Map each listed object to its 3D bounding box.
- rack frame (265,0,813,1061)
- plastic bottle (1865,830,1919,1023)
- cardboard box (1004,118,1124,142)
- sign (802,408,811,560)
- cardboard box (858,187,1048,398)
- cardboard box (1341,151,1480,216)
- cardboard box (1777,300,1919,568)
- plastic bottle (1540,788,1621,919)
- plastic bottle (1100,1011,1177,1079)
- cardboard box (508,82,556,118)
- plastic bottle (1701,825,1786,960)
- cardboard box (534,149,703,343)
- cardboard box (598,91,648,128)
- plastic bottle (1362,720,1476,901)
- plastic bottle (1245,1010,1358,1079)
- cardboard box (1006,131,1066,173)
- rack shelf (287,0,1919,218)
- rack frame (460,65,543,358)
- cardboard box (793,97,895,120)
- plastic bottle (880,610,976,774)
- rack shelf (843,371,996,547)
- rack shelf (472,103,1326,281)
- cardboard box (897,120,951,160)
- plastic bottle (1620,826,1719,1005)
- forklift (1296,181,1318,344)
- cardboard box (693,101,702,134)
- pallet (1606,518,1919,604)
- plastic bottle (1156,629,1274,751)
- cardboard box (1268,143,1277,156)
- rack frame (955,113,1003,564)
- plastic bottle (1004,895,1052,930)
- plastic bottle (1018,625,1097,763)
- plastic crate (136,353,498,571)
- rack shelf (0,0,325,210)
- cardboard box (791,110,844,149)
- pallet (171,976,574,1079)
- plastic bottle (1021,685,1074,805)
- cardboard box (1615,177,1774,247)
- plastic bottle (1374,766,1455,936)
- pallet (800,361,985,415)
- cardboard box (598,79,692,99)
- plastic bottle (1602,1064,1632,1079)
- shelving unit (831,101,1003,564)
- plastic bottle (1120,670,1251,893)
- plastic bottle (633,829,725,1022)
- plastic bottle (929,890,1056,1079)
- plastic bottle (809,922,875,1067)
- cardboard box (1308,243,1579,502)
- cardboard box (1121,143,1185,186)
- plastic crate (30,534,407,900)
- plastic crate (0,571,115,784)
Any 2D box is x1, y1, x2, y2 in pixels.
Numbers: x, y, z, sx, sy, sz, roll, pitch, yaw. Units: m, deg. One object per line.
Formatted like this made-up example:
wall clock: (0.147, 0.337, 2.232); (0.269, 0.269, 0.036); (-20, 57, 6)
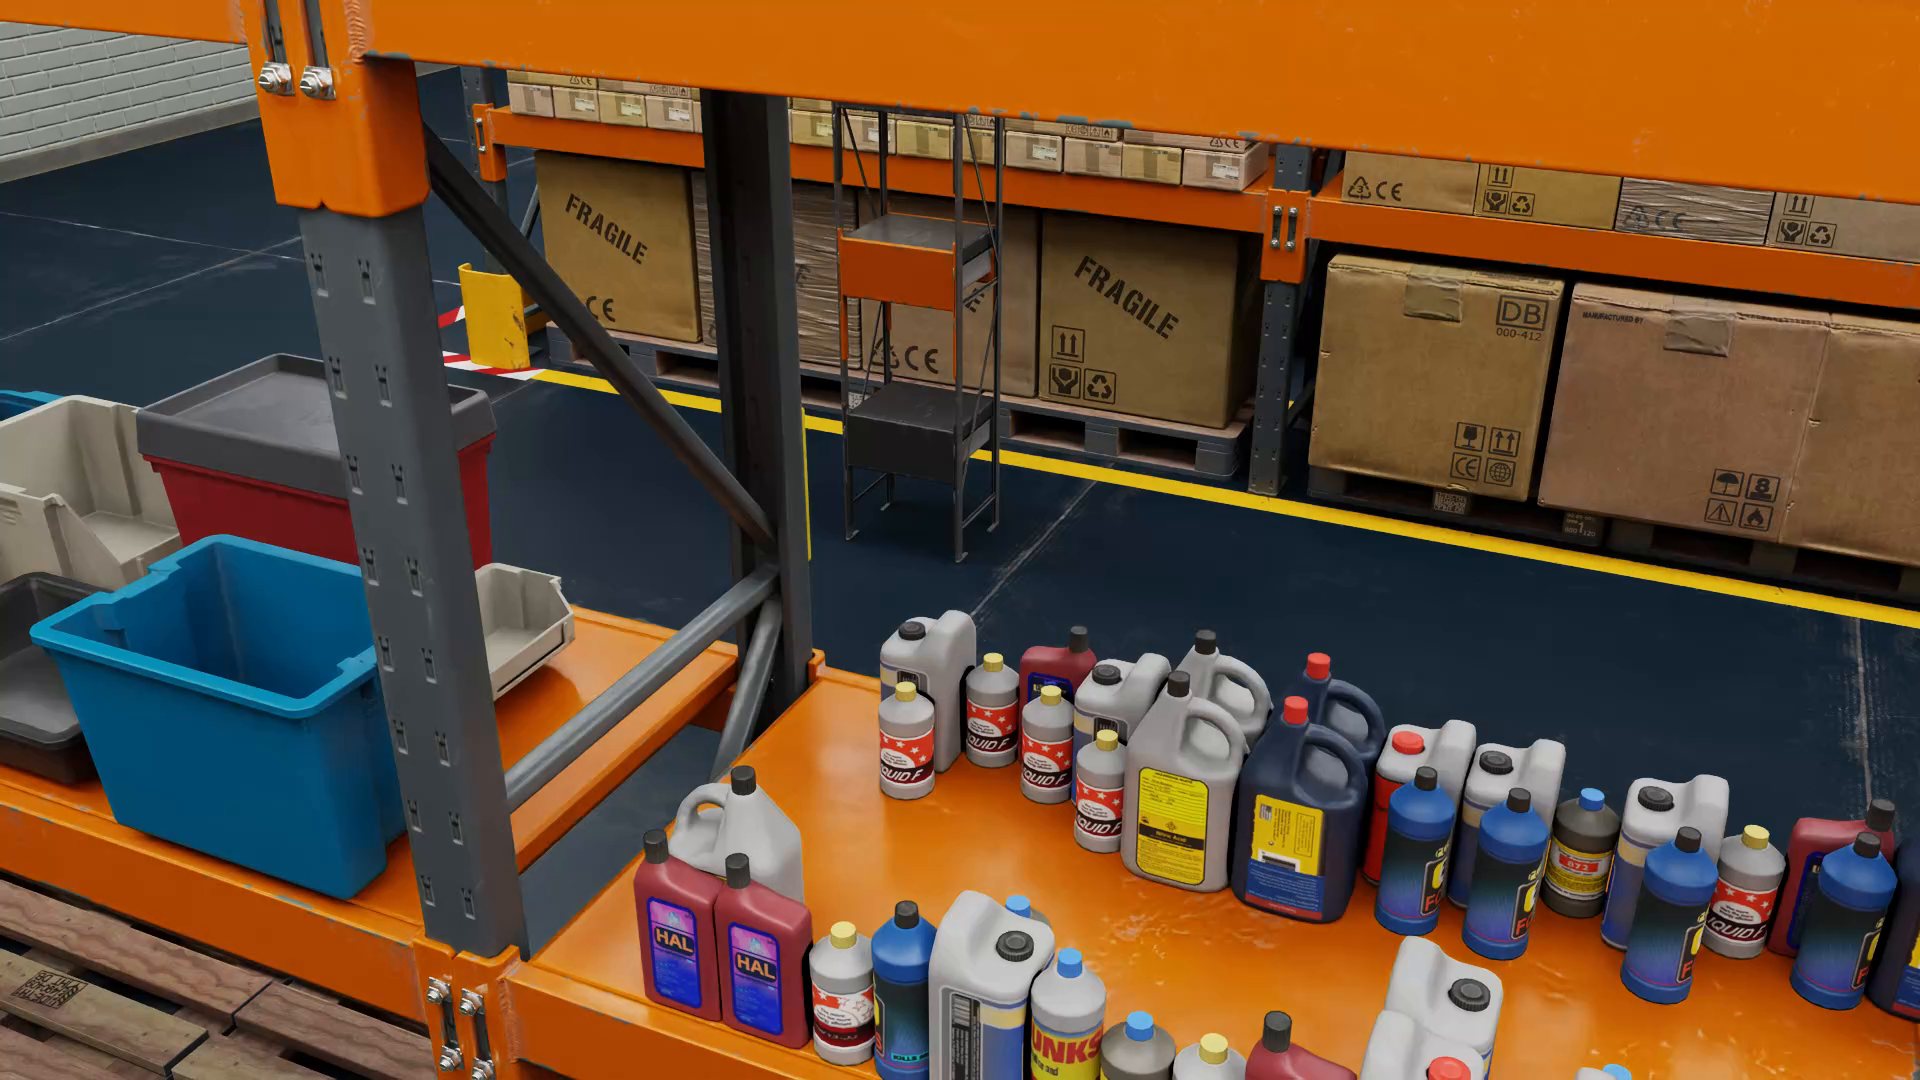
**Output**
rack frame: (-0.549, 0.255, 2.836); (0.053, 2.616, 0.949); (11, 28, 22)
plastic bottle: (1.424, 0.516, 2.361); (0.185, 0.351, 0.144); (11, 28, 22)
cardboard box: (0.517, -1.870, 6.986); (0.500, 0.250, 0.500); (12, 29, 23)
sign: (-0.321, -0.089, 3.221); (0.005, 0.325, 0.100); (11, 28, 22)
cardboard box: (0.113, -1.288, 7.900); (0.875, 0.875, 0.875); (11, 28, 22)
cardboard box: (1.815, -1.595, 6.481); (0.500, 0.500, 0.500); (11, 28, 22)
cardboard box: (3.713, -0.540, 6.380); (0.875, 0.875, 1.225); (11, 28, 22)
plastic bottle: (0.973, 0.481, 2.601); (0.097, 0.201, 0.097); (0, 26, 0)
plastic bottle: (0.229, 0.700, 2.157); (0.097, 0.201, 0.097); (0, 26, 0)
cardboard box: (-1.955, -2.156, 8.018); (0.250, 0.149, 0.380); (12, 29, 22)
plastic bottle: (1.184, 0.524, 2.515); (0.097, 0.201, 0.097); (0, 26, 0)
cardboard box: (-1.526, -1.617, 8.568); (0.875, 0.875, 0.875); (11, 28, 22)
cardboard box: (-1.488, -2.063, 7.829); (0.250, 0.149, 0.380); (11, 28, 21)
plastic bottle: (0.733, 0.413, 2.655); (0.135, 0.276, 0.152); (11, 28, 22)
plastic bottle: (0.415, 0.710, 2.045); (0.133, 0.283, 0.061); (11, 28, 22)
cardboard box: (0.384, -1.687, 7.066); (0.250, 0.149, 0.380); (12, 29, 23)
rack shelf: (1.270, -0.401, 1.587); (4.000, 0.370, 1.077); (11, 28, 22)
rack frame: (-2.142, -2.467, 8.364); (0.127, 3.000, 1.000); (11, 28, 22)
cardboard box: (-0.408, -2.057, 7.366); (0.500, 0.250, 0.500); (11, 28, 21)
plastic bottle: (-0.058, 0.254, 2.978); (0.135, 0.276, 0.152); (11, 28, 22)
rack shelf: (-0.151, -0.332, 6.663); (0.480, 0.518, 0.431); (11, 28, 22)
rack shelf: (-0.321, -1.778, 7.780); (4.000, 0.370, 1.077); (11, 28, 22)
cardboard box: (-0.084, -1.781, 7.256); (0.250, 0.149, 0.380); (11, 28, 21)
plastic bottle: (1.032, 0.536, 2.412); (0.097, 0.271, 0.097); (0, 26, 0)
forklift: (2.966, -2.330, 8.165); (3.031, 2.935, 1.130); (10, 28, 19)
cardboard box: (-1.019, -1.969, 7.638); (0.250, 0.149, 0.380); (11, 28, 21)
pallet: (3.348, -0.151, 6.817); (1.213, 0.211, 1.003); (11, 28, 22)
plastic bottle: (0.421, 0.315, 2.770); (0.185, 0.351, 0.144); (11, 28, 22)
cardboard box: (1.368, -1.810, 7.315); (0.250, 0.149, 0.380); (11, 28, 22)
rack frame: (0.071, -0.928, 6.257); (0.015, 2.100, 0.400); (11, 28, 22)
plastic bottle: (0.081, 0.597, 2.367); (0.097, 0.201, 0.097); (0, 26, 0)
plastic bottle: (0.171, 0.275, 2.928); (0.133, 0.283, 0.061); (11, 28, 22)
plastic crate: (-1.260, -0.063, 3.342); (0.583, 0.464, 0.402); (11, 28, 22)
rack shelf: (-2.371, -1.132, 3.072); (4.000, 0.370, 1.077); (11, 28, 22)
cardboard box: (-0.554, -1.875, 7.448); (0.250, 0.149, 0.380); (11, 28, 21)
pallet: (-1.236, 1.389, 3.691); (1.213, 0.211, 1.003); (11, 28, 22)
plastic bottle: (0.155, 0.347, 2.875); (0.097, 0.201, 0.097); (0, 26, 0)
cardboard box: (2.728, -1.412, 6.109); (0.500, 0.500, 0.500); (11, 28, 21)
plastic bottle: (0.699, 0.469, 2.548); (0.097, 0.271, 0.097); (0, 26, 0)
pallet: (-0.275, -0.877, 8.292); (1.213, 0.211, 1.003); (11, 28, 22)
cardboard box: (-1.341, -2.244, 7.745); (0.500, 0.250, 0.500); (11, 28, 21)
plastic bottle: (0.802, 0.741, 2.073); (0.097, 0.201, 0.097); (0, 26, 0)
shelving unit: (-0.151, -0.972, 6.348); (0.503, 2.100, 0.431); (11, 28, 22)
plastic bottle: (0.362, 0.373, 2.652); (0.185, 0.351, 0.144); (11, 28, 22)
plastic bottle: (-0.394, 0.547, 2.375); (0.133, 0.283, 0.061); (11, 28, 22)
plastic bottle: (0.046, 0.617, 2.242); (0.135, 0.276, 0.152); (11, 28, 22)
plastic bottle: (-0.160, 0.622, 2.315); (0.097, 0.201, 0.097); (0, 26, 0)
cardboard box: (2.090, -0.861, 7.034); (0.875, 0.875, 1.225); (11, 28, 22)
cardboard box: (0.851, -1.594, 6.875); (0.250, 0.149, 0.380); (12, 29, 23)
plastic crate: (-1.117, 0.288, 2.718); (0.575, 0.384, 0.392); (11, 28, 22)
plastic crate: (-1.681, 0.256, 3.077); (0.590, 0.125, 0.437); (11, 28, 22)
